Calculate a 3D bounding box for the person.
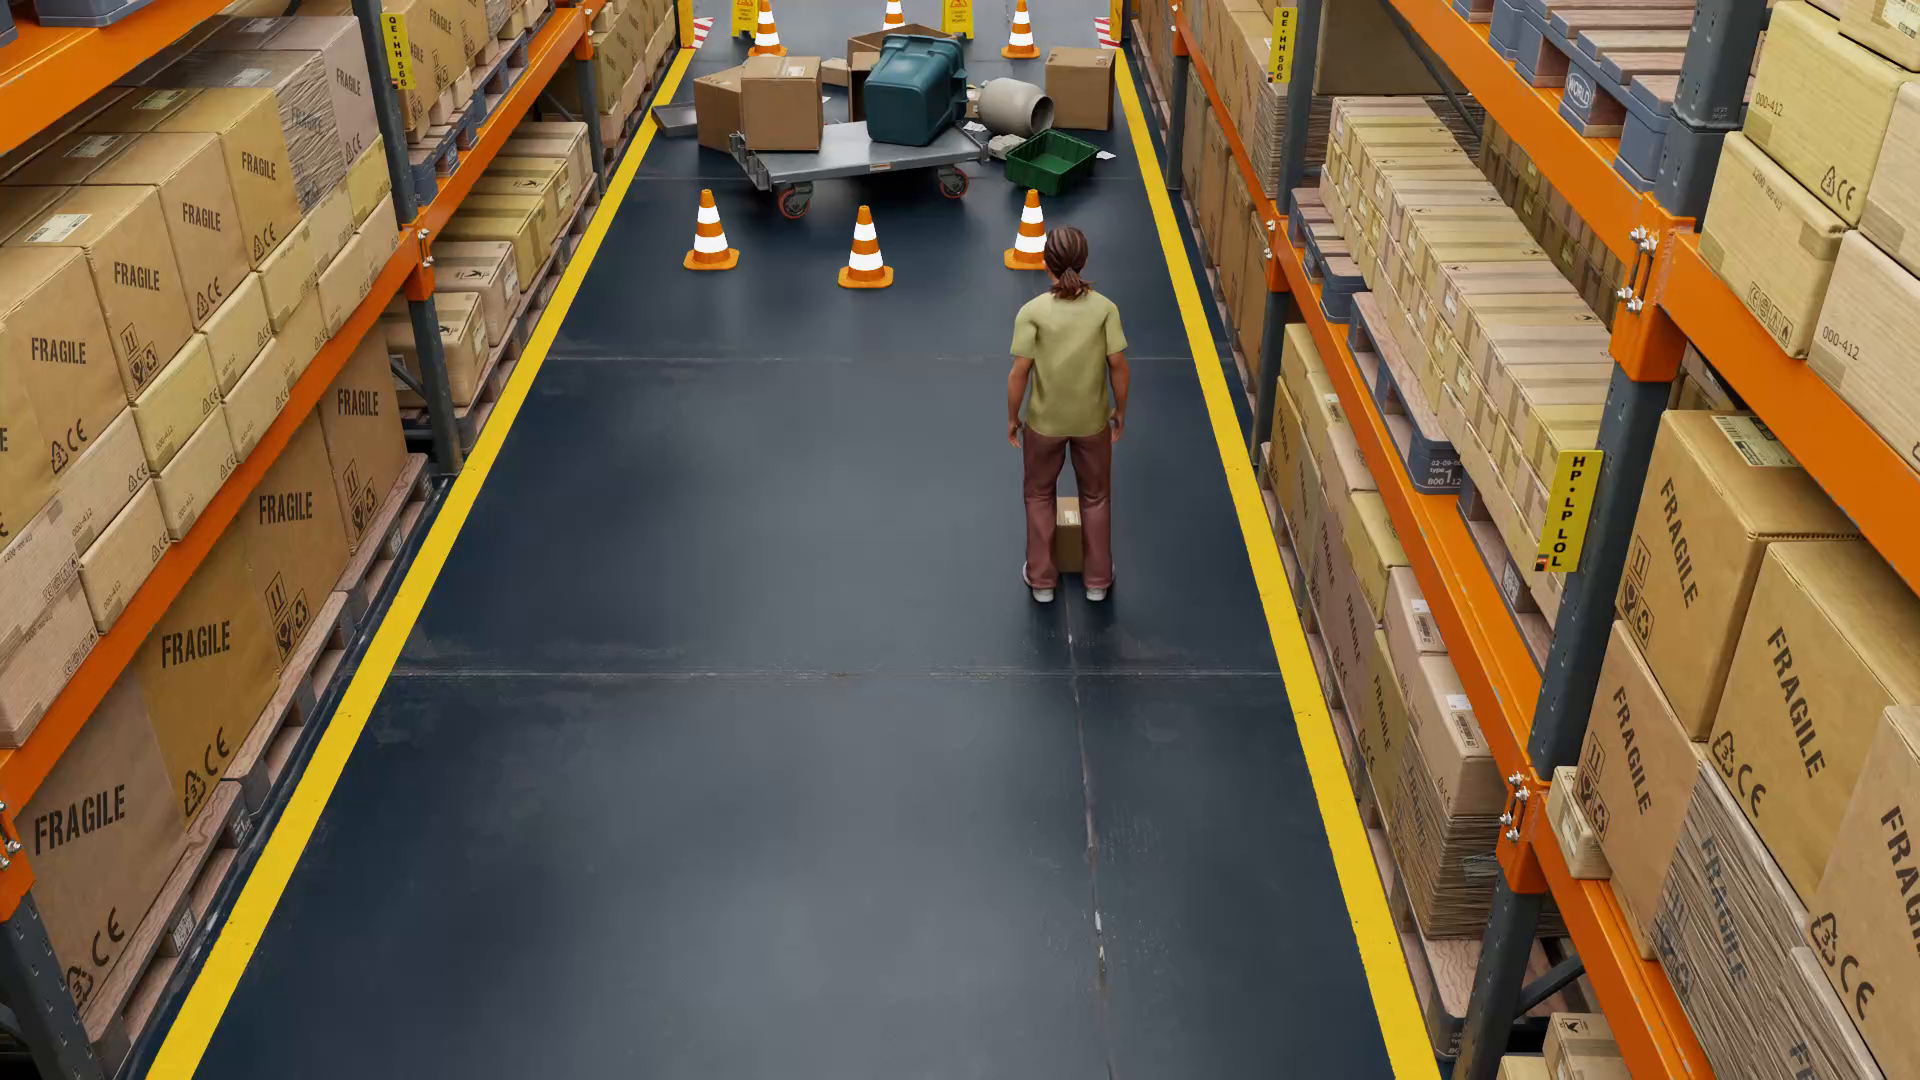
[{"bbox_3d":[0.446,-0.493,6.957,0.517,1.651,0.348,-2,32,-3],"label":"person"}]
